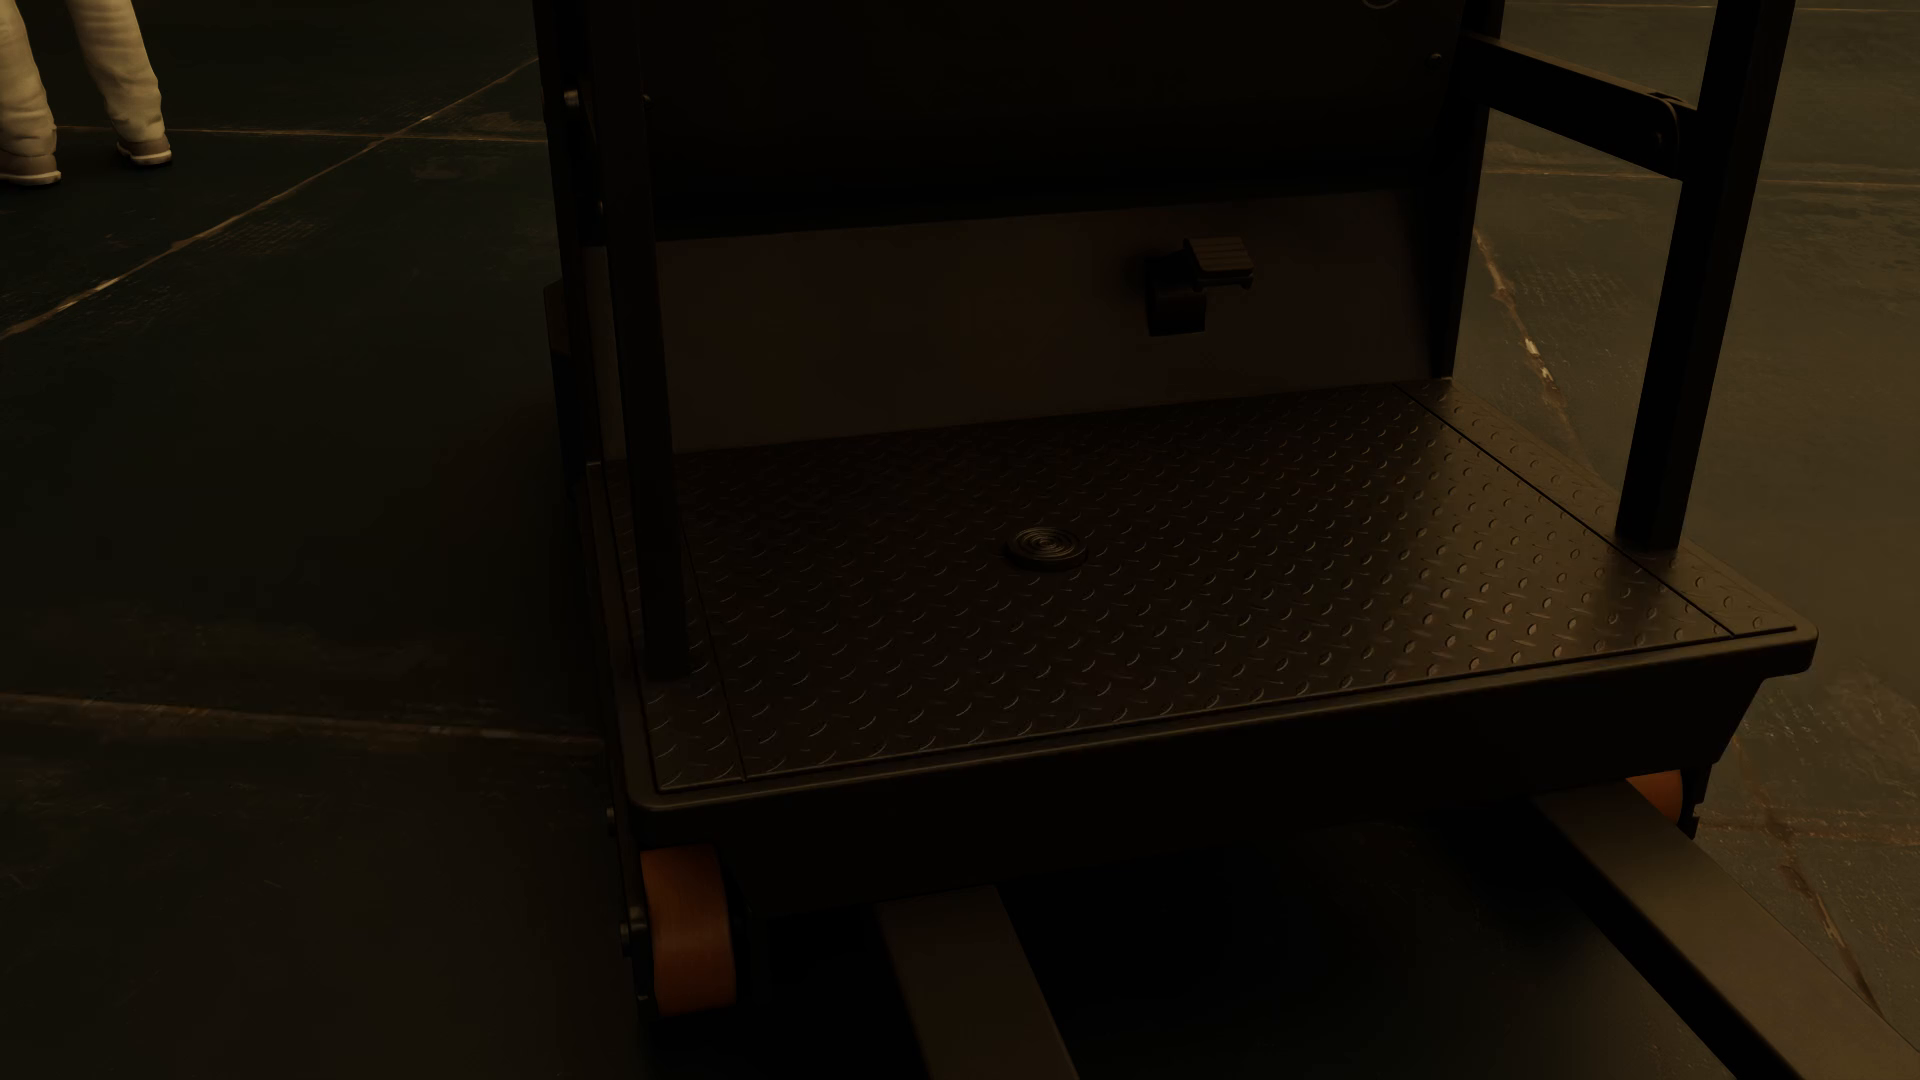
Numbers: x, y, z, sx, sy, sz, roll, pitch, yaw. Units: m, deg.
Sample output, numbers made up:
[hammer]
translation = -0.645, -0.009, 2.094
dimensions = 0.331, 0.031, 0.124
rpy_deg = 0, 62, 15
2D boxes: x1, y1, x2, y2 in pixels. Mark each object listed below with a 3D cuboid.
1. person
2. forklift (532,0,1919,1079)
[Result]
[person]
translation = -2.381, -1.771, 4.089
dimensions = 0.433, 1.748, 0.595
rpy_deg = 23, 34, 38
[forklift]
translation = 0.153, -1.049, 1.319
dimensions = 1.130, 2.935, 3.031
rpy_deg = -7, 27, -13
